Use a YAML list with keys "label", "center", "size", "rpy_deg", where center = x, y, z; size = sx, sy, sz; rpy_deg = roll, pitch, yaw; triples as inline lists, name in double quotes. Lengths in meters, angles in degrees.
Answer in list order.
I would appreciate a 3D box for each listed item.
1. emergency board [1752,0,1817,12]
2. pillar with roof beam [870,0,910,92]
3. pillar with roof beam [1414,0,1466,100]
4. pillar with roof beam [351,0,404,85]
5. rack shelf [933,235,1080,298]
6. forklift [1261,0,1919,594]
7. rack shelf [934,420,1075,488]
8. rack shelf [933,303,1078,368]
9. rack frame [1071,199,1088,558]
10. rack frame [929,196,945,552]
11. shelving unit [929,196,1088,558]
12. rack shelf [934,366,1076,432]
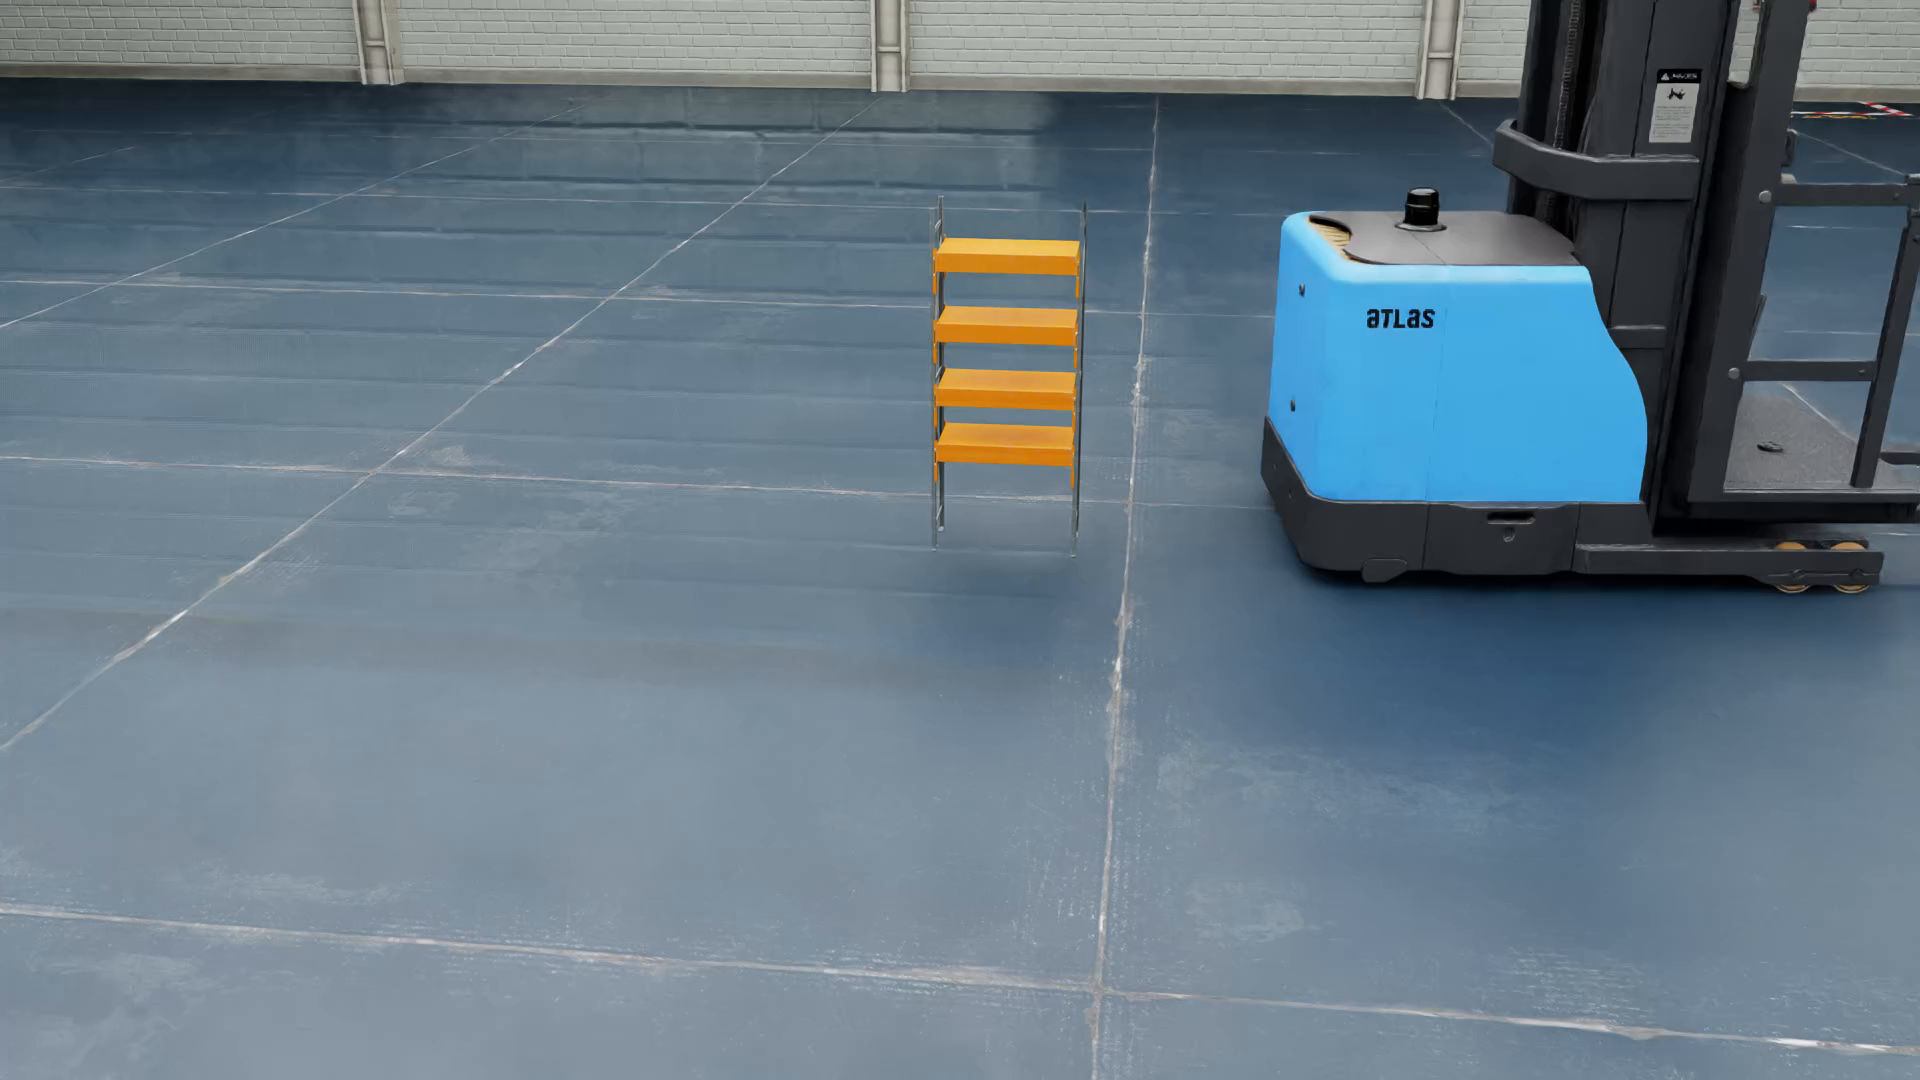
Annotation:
- label: "emergency board"
  center: [8.685, -6.080, 17.240]
  size: [0.643, 1.169, 0.194]
  rpy_deg: [2, 22, 6]
- label: "pillar with roof beam"
  center: [-1.288, -7.697, 13.169]
  size: [0.400, 9.000, 9.100]
  rpy_deg: [2, 22, 6]
- label: "pillar with roof beam"
  center: [4.670, -7.437, 12.512]
  size: [0.400, 9.000, 9.100]
  rpy_deg: [2, 22, 6]
- label: "pillar with roof beam"
  center: [-7.247, -7.956, 13.825]
  size: [0.400, 9.000, 9.100]
  rpy_deg: [2, 22, 6]
- label: "rack shelf"
  center: [0.164, -0.916, 5.557]
  size: [0.480, 0.148, 0.258]
  rpy_deg: [2, 22, 6]
- label: "forklift"
  center: [2.663, -1.383, 5.452]
  size: [3.031, 2.935, 1.130]
  rpy_deg: [0, 22, 0]
- label: "rack shelf"
  center: [0.164, -0.304, 5.799]
  size: [0.480, 0.148, 0.258]
  rpy_deg: [2, 22, 6]
- label: "rack shelf"
  center: [0.164, -0.696, 5.644]
  size: [0.480, 0.148, 0.258]
  rpy_deg: [2, 22, 6]
- label: "rack frame"
  center: [0.407, -0.540, 5.674]
  size: [0.015, 1.200, 0.240]
  rpy_deg: [2, 22, 6]
- label: "rack frame"
  center: [-0.078, -0.561, 5.728]
  size: [0.015, 1.200, 0.240]
  rpy_deg: [2, 22, 6]
- label: "shelving unit"
  center: [0.164, -0.551, 5.701]
  size: [0.503, 1.200, 0.258]
  rpy_deg: [2, 22, 6]
- label: "rack shelf"
  center: [0.164, -0.488, 5.726]
  size: [0.480, 0.148, 0.258]
  rpy_deg: [2, 22, 6]
